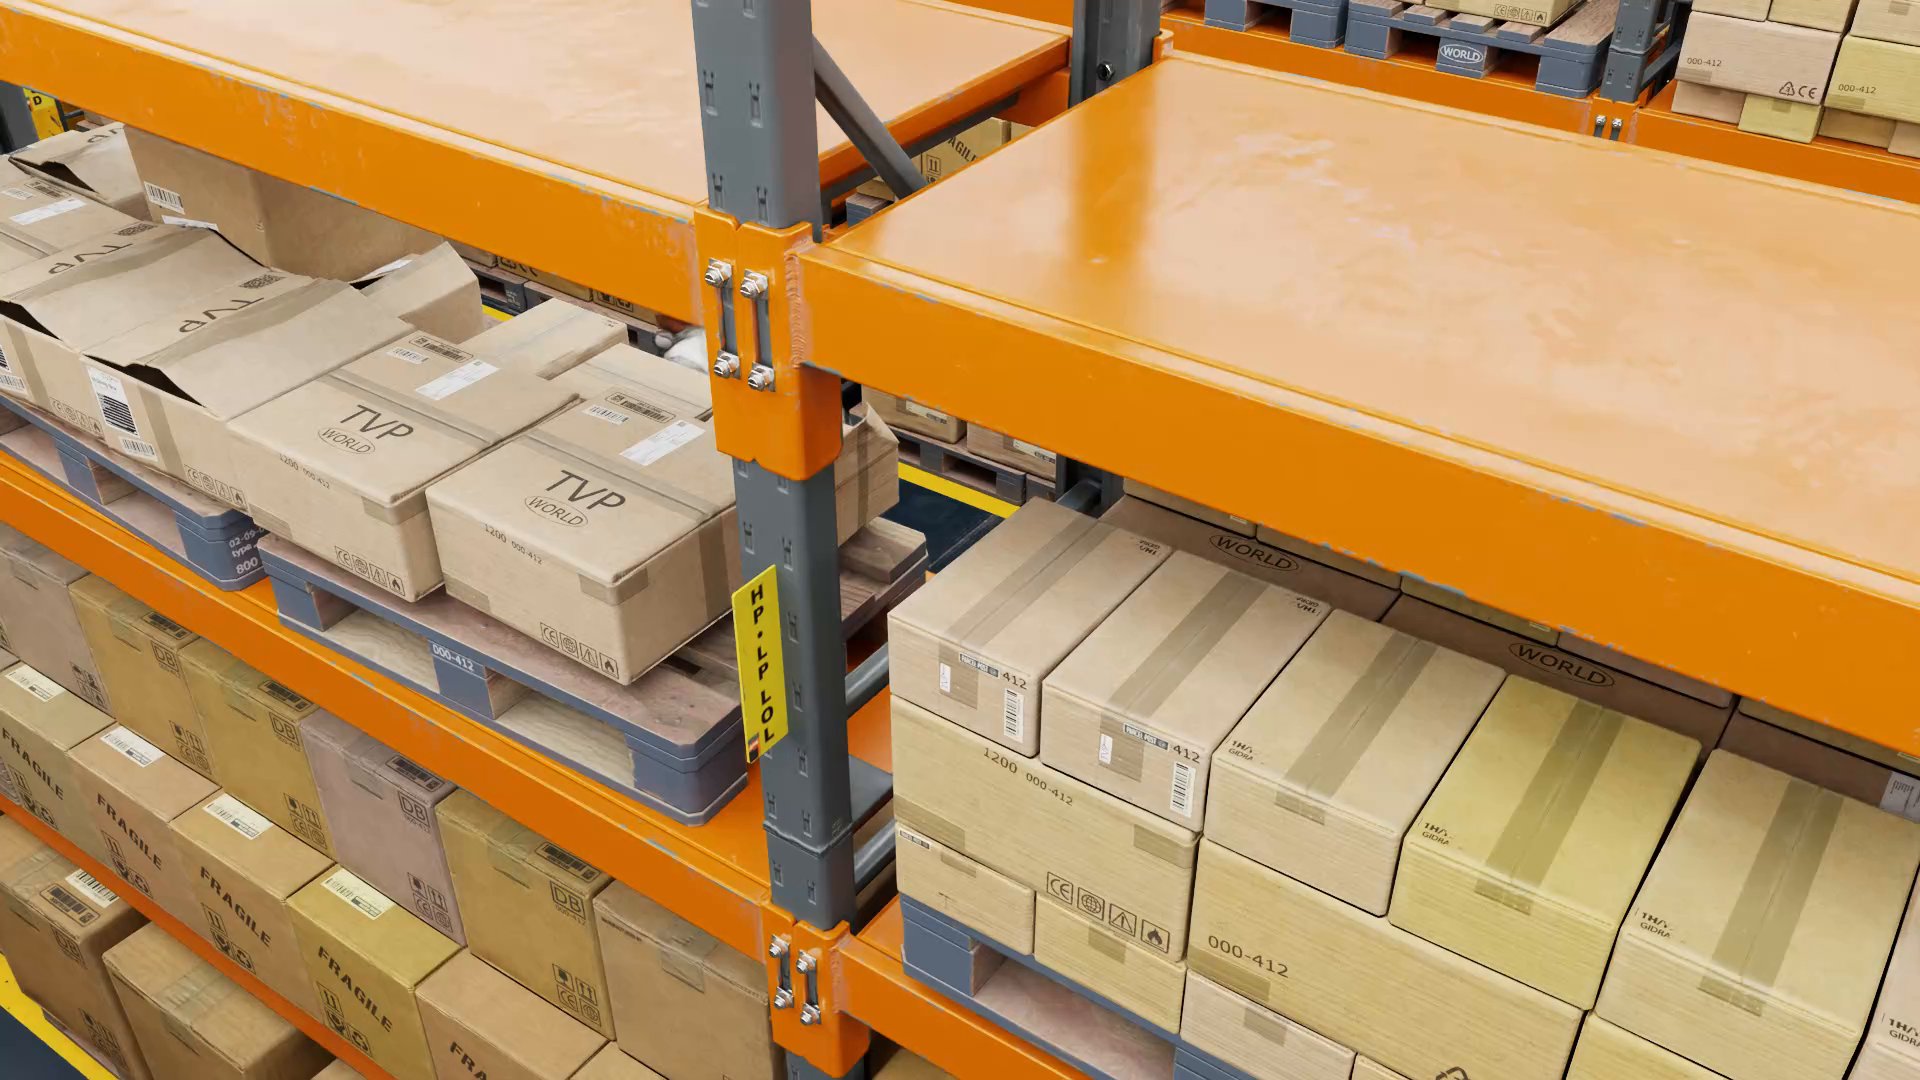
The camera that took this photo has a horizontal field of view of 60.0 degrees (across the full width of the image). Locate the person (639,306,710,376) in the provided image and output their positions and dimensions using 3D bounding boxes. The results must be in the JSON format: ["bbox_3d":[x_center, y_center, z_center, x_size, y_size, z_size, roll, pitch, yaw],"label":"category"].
[{"bbox_3d":[-1.193,-0.485,7.963,0.544,1.755,0.569,4,35,6],"label":"person"}]
